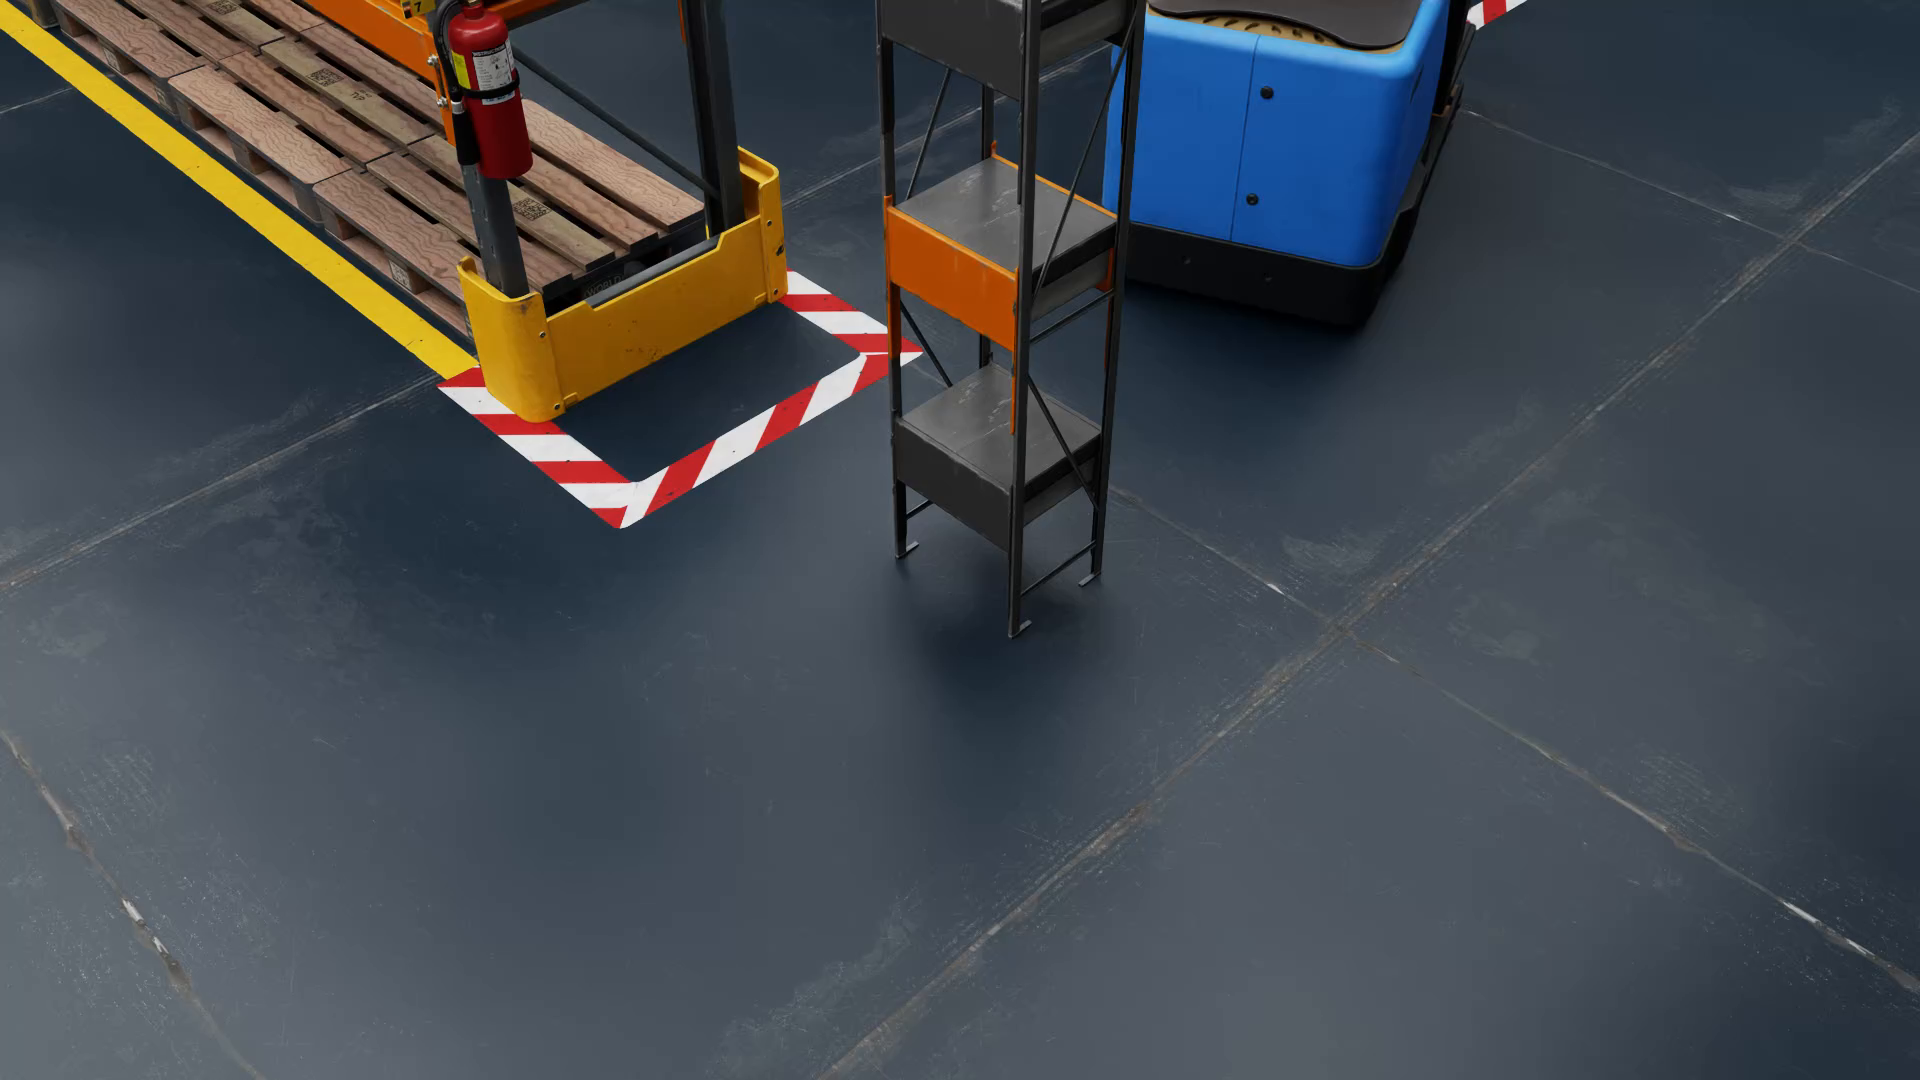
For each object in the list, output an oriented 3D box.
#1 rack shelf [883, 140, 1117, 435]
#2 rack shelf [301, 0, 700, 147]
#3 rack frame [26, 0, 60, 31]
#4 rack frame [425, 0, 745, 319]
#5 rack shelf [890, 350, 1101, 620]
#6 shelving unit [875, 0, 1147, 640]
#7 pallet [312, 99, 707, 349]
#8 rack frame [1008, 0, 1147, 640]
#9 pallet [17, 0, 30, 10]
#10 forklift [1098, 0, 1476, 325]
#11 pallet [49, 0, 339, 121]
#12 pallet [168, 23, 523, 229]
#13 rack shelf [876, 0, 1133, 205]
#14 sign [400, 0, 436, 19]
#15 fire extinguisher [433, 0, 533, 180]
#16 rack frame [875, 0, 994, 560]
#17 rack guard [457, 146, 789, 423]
[{"bbox_3d":[0.117,-0.682,4.461,0.431,0.518,0.480,-34,53,-31],"label":"rack shelf"},{"bbox_3d":[-2.593,-2.547,6.326,1.077,0.370,4.000,-34,53,-31],"label":"rack shelf"},{"bbox_3d":[-4.005,-3.772,7.122,1.000,3.000,0.127,-34,53,-31],"label":"rack frame"},{"bbox_3d":[-1.181,-1.850,5.042,1.000,3.000,0.127,-34,53,-31],"label":"rack frame"},{"bbox_3d":[0.117,-0.168,4.936,0.431,0.518,0.480,-34,53,-31],"label":"rack shelf"},{"bbox_3d":[0.117,-0.692,4.451,0.431,2.100,0.503,-34,53,-31],"label":"shelving unit"},{"bbox_3d":[-1.736,-1.241,6.437,1.003,0.211,1.213,-34,53,-31],"label":"pallet"},{"bbox_3d":[0.289,-0.574,4.324,0.400,2.100,0.015,-34,53,-31],"label":"rack frame"},{"bbox_3d":[-4.521,-3.139,8.491,1.003,0.211,1.213,-34,53,-31],"label":"pallet"},{"bbox_3d":[1.529,-2.859,6.185,1.130,2.935,3.031,15,45,16],"label":"forklift"},{"bbox_3d":[-3.459,-2.413,7.706,1.003,0.211,1.213,-34,53,-31],"label":"pallet"},{"bbox_3d":[-2.593,-1.827,7.071,1.003,0.211,1.213,-34,53,-31],"label":"pallet"},{"bbox_3d":[0.117,-1.196,3.986,0.431,0.518,0.480,-34,53,-31],"label":"rack shelf"},{"bbox_3d":[-1.559,-1.638,4.693,0.100,0.325,0.005,-34,53,-31],"label":"sign"},{"bbox_3d":[-1.396,-1.394,4.880,0.296,0.674,0.183,-34,53,-31],"label":"fire extinguisher"},{"bbox_3d":[-0.055,-0.809,4.578,0.400,2.100,0.015,-34,53,-31],"label":"rack frame"},{"bbox_3d":[-1.155,-0.927,5.884,1.175,0.500,0.348,-34,53,-31],"label":"rack guard"}]
